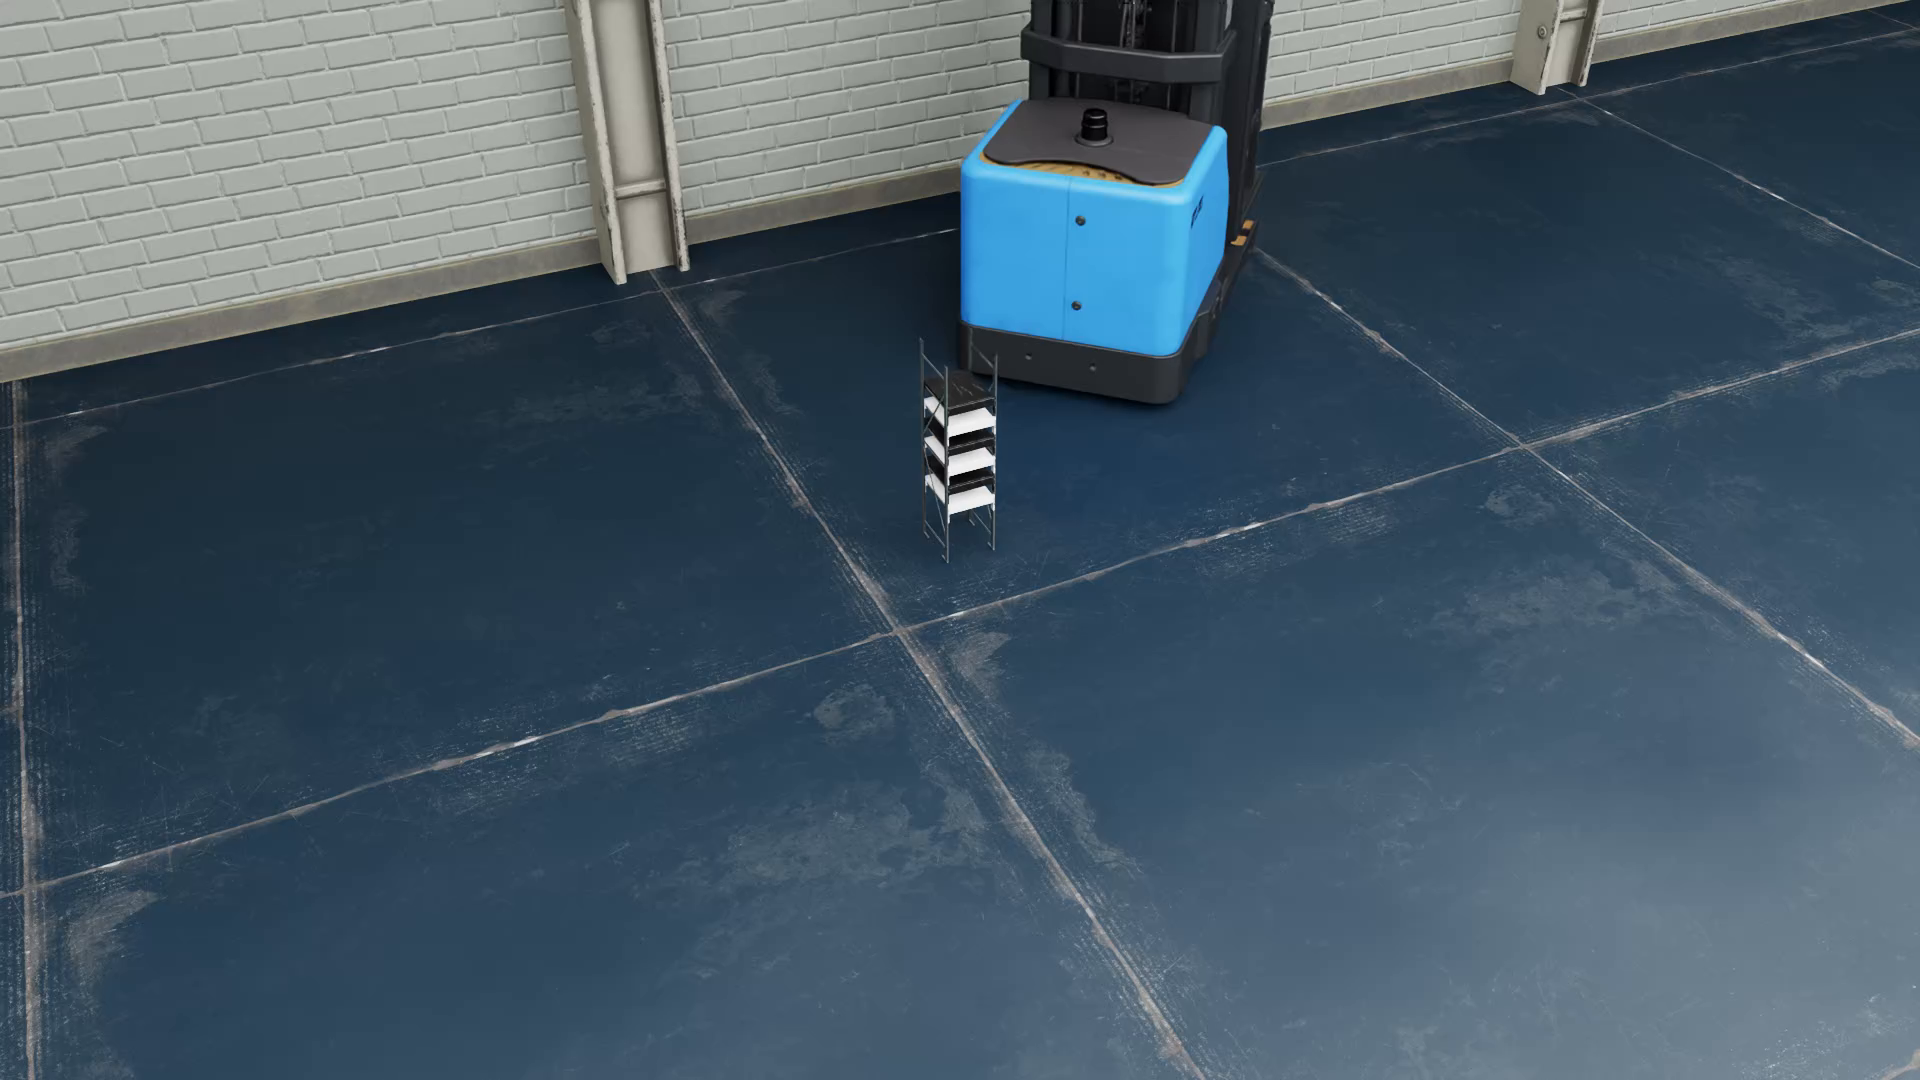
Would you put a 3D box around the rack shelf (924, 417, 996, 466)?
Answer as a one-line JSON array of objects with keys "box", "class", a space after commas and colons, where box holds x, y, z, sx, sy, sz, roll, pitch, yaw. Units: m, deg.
[{"box": [-0.007, -0.405, 6.445, 0.200, 0.077, 0.258, -16, 39, -20], "class": "rack shelf"}]

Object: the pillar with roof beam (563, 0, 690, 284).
[{"box": [0.184, -2.733, 2.881, 0.400, 9.000, 9.100, -16, 39, -20], "class": "pillar with roof beam"}]

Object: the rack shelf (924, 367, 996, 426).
[{"box": [-0.007, -0.549, 6.338, 0.200, 0.077, 0.258, -16, 39, -20], "class": "rack shelf"}]

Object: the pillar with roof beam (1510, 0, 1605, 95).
[{"box": [5.615, -4.251, 4.928, 0.400, 9.000, 9.100, -16, 39, -20], "class": "pillar with roof beam"}]

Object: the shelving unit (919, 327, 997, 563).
[{"box": [-0.007, -0.359, 6.479, 0.210, 0.900, 0.258, -16, 39, -20], "class": "shelving unit"}]

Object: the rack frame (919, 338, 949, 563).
[{"box": [-0.099, -0.334, 6.444, 0.006, 0.900, 0.240, -16, 39, -20], "class": "rack frame"}]

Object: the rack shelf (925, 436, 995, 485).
[{"box": [-0.007, -0.333, 6.499, 0.200, 0.077, 0.258, -16, 39, -20], "class": "rack shelf"}]

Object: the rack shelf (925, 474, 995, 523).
[{"box": [-0.007, -0.188, 6.606, 0.200, 0.077, 0.258, -16, 39, -20], "class": "rack shelf"}]

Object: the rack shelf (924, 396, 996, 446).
[{"box": [-0.007, -0.477, 6.392, 0.200, 0.077, 0.258, -16, 39, -20], "class": "rack shelf"}]

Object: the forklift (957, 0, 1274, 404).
[{"box": [0.946, -2.666, 7.884, 1.130, 2.935, 3.031, 12, 38, 15], "class": "forklift"}]

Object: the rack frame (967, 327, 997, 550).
[{"box": [0.085, -0.385, 6.514, 0.006, 0.900, 0.240, -16, 39, -20], "class": "rack frame"}]

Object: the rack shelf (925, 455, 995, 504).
[{"box": [-0.007, -0.260, 6.553, 0.200, 0.077, 0.258, -16, 39, -20], "class": "rack shelf"}]
